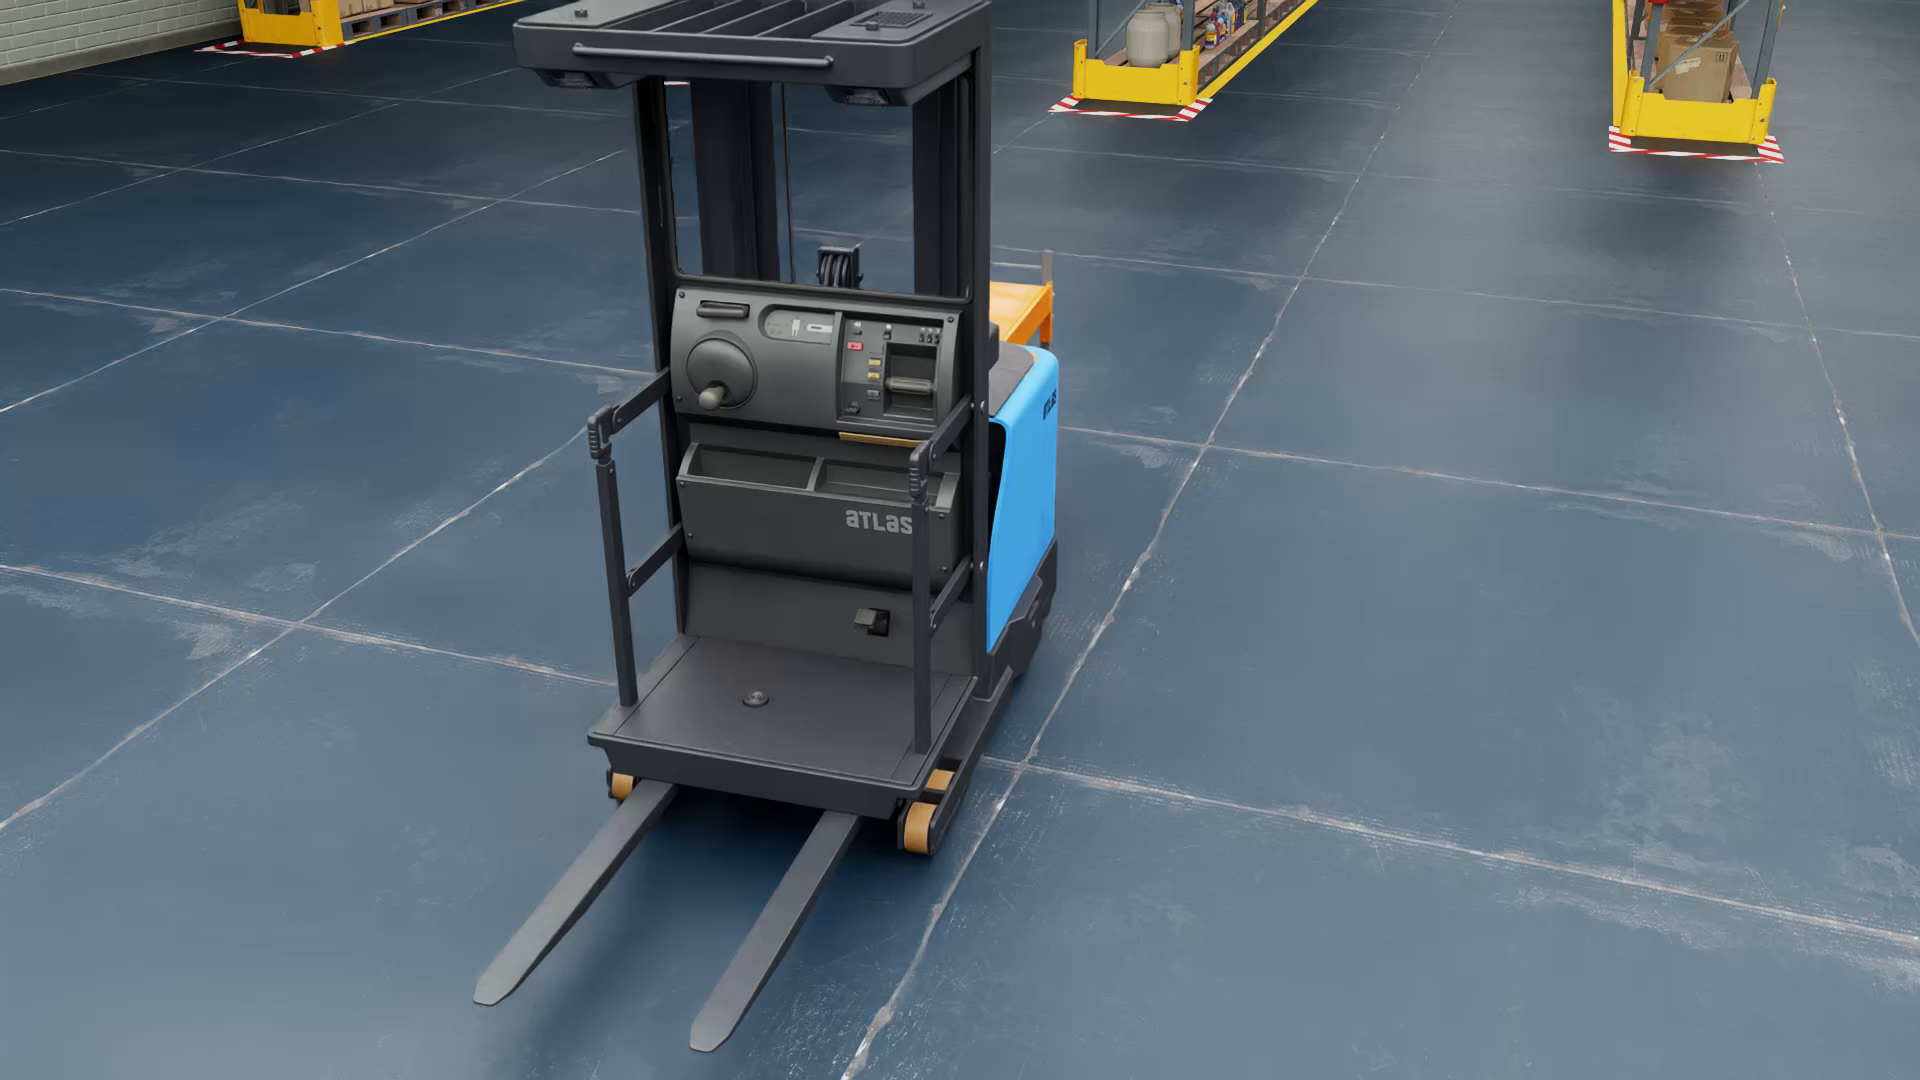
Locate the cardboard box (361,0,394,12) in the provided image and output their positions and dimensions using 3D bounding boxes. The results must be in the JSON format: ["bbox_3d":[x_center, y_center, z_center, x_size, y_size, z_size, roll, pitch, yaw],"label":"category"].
[{"bbox_3d":[-7.136,-6.508,19.830,0.500,0.311,0.500,11,28,22],"label":"cardboard box"}]

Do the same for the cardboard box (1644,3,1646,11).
[{"bbox_3d":[8.476,-6.478,19.551,0.700,0.500,0.500,11,28,22],"label":"cardboard box"}]

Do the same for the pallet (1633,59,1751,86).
[{"bbox_3d":[7.109,-4.464,16.228,1.003,0.211,1.213,9,27,17],"label":"pallet"}]

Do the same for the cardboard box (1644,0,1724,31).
[{"bbox_3d":[7.928,-5.826,18.204,0.700,0.500,0.500,7,27,13],"label":"cardboard box"}]

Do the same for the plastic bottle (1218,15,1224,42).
[{"bbox_3d":[2.747,-5.430,17.648,0.097,0.271,0.097,0,26,0],"label":"plastic bottle"}]

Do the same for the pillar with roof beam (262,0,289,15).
[{"bbox_3d":[-4.164,-9.504,16.552,9.100,9.000,0.400,9,27,17],"label":"pillar with roof beam"}]

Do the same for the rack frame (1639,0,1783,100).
[{"bbox_3d":[6.373,-4.860,13.845,1.000,3.000,0.127,9,27,17],"label":"rack frame"}]

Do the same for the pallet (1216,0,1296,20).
[{"bbox_3d":[3.662,-6.798,21.048,1.003,0.211,1.213,9,27,17],"label":"pallet"}]

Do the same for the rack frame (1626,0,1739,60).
[{"bbox_3d":[7.704,-6.503,17.240,1.000,3.000,0.127,9,27,17],"label":"rack frame"}]

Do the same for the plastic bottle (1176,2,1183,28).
[{"bbox_3d":[2.439,-5.843,18.502,0.097,0.271,0.097,0,26,0],"label":"plastic bottle"}]

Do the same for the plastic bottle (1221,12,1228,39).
[{"bbox_3d":[2.814,-5.513,17.820,0.097,0.271,0.097,0,26,0],"label":"plastic bottle"}]

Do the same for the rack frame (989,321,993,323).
[{"bbox_3d":[-0.118,-0.362,6.706,0.500,1.125,0.032,7,27,15],"label":"rack frame"}]

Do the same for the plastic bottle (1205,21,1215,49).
[{"bbox_3d":[2.599,-5.248,17.273,0.097,0.271,0.097,0,26,0],"label":"plastic bottle"}]

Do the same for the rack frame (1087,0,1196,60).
[{"bbox_3d":[1.702,-5.578,15.328,1.000,3.000,0.127,9,27,17],"label":"rack frame"}]

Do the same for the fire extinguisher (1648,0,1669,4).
[{"bbox_3d":[5.900,-4.845,13.903,0.296,0.674,0.183,9,27,17],"label":"fire extinguisher"}]

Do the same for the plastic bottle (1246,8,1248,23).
[{"bbox_3d":[3.206,-5.966,18.836,0.097,0.201,0.097,0,26,0],"label":"plastic bottle"}]

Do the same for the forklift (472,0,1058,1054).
[{"bbox_3d":[-0.515,-0.524,4.968,1.130,2.935,3.031,7,27,15],"label":"forklift"}]

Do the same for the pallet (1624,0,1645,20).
[{"bbox_3d":[8.773,-6.571,20.580,1.003,0.211,1.213,9,27,17],"label":"pallet"}]

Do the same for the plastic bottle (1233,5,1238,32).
[{"bbox_3d":[3.012,-5.739,18.273,0.061,0.283,0.133,11,28,21],"label":"plastic bottle"}]

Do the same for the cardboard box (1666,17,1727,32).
[{"bbox_3d":[6.989,-4.683,15.866,0.500,0.500,0.500,11,28,22],"label":"cardboard box"}]

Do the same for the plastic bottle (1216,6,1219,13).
[{"bbox_3d":[2.814,-5.683,18.158,0.061,0.283,0.133,9,27,17],"label":"plastic bottle"}]

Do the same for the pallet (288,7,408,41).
[{"bbox_3d":[-7.311,-6.120,19.647,1.003,0.211,1.213,9,27,17],"label":"pallet"}]

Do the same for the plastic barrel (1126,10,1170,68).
[{"bbox_3d":[1.849,-4.929,16.361,0.421,0.512,0.421,0,26,0],"label":"plastic barrel"}]

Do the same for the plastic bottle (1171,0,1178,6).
[{"bbox_3d":[2.373,-5.956,18.644,0.144,0.351,0.185,10,27,19],"label":"plastic bottle"}]

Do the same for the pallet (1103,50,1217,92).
[{"bbox_3d":[1.958,-4.694,16.703,1.003,0.211,1.213,9,27,17],"label":"pallet"}]

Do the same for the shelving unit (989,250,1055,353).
[{"bbox_3d":[0.024,-0.574,7.145,0.538,1.125,1.048,7,27,15],"label":"shelving unit"}]

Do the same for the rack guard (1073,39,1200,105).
[{"bbox_3d":[1.683,-4.491,15.952,1.175,0.500,0.348,9,27,17],"label":"rack guard"}]

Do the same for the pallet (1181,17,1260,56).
[{"bbox_3d":[2.770,-5.697,18.774,1.003,0.211,1.213,9,27,17],"label":"pallet"}]

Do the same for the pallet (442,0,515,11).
[{"bbox_3d":[-6.499,-7.122,21.718,1.003,0.211,1.213,9,27,17],"label":"pallet"}]

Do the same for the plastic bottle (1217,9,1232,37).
[{"bbox_3d":[2.861,-5.610,18.014,0.152,0.276,0.135,9,27,18],"label":"plastic bottle"}]

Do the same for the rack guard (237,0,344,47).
[{"bbox_3d":[-7.615,-5.921,18.905,1.175,0.500,0.348,9,27,17],"label":"rack guard"}]

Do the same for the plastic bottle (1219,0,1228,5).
[{"bbox_3d":[2.955,-5.942,18.615,0.144,0.351,0.185,9,27,17],"label":"plastic bottle"}]

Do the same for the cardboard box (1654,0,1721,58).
[{"bbox_3d":[7.349,-5.172,16.877,0.500,0.500,0.500,19,32,34],"label":"cardboard box"}]

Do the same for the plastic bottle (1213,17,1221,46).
[{"bbox_3d":[2.692,-5.344,17.457,0.061,0.283,0.133,9,27,18],"label":"plastic bottle"}]

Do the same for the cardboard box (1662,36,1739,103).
[{"bbox_3d":[6.596,-4.178,14.823,0.500,0.500,0.500,14,29,27],"label":"cardboard box"}]

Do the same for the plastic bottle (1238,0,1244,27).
[{"bbox_3d":[3.091,-5.921,18.572,0.144,0.351,0.185,8,27,16],"label":"plastic bottle"}]
